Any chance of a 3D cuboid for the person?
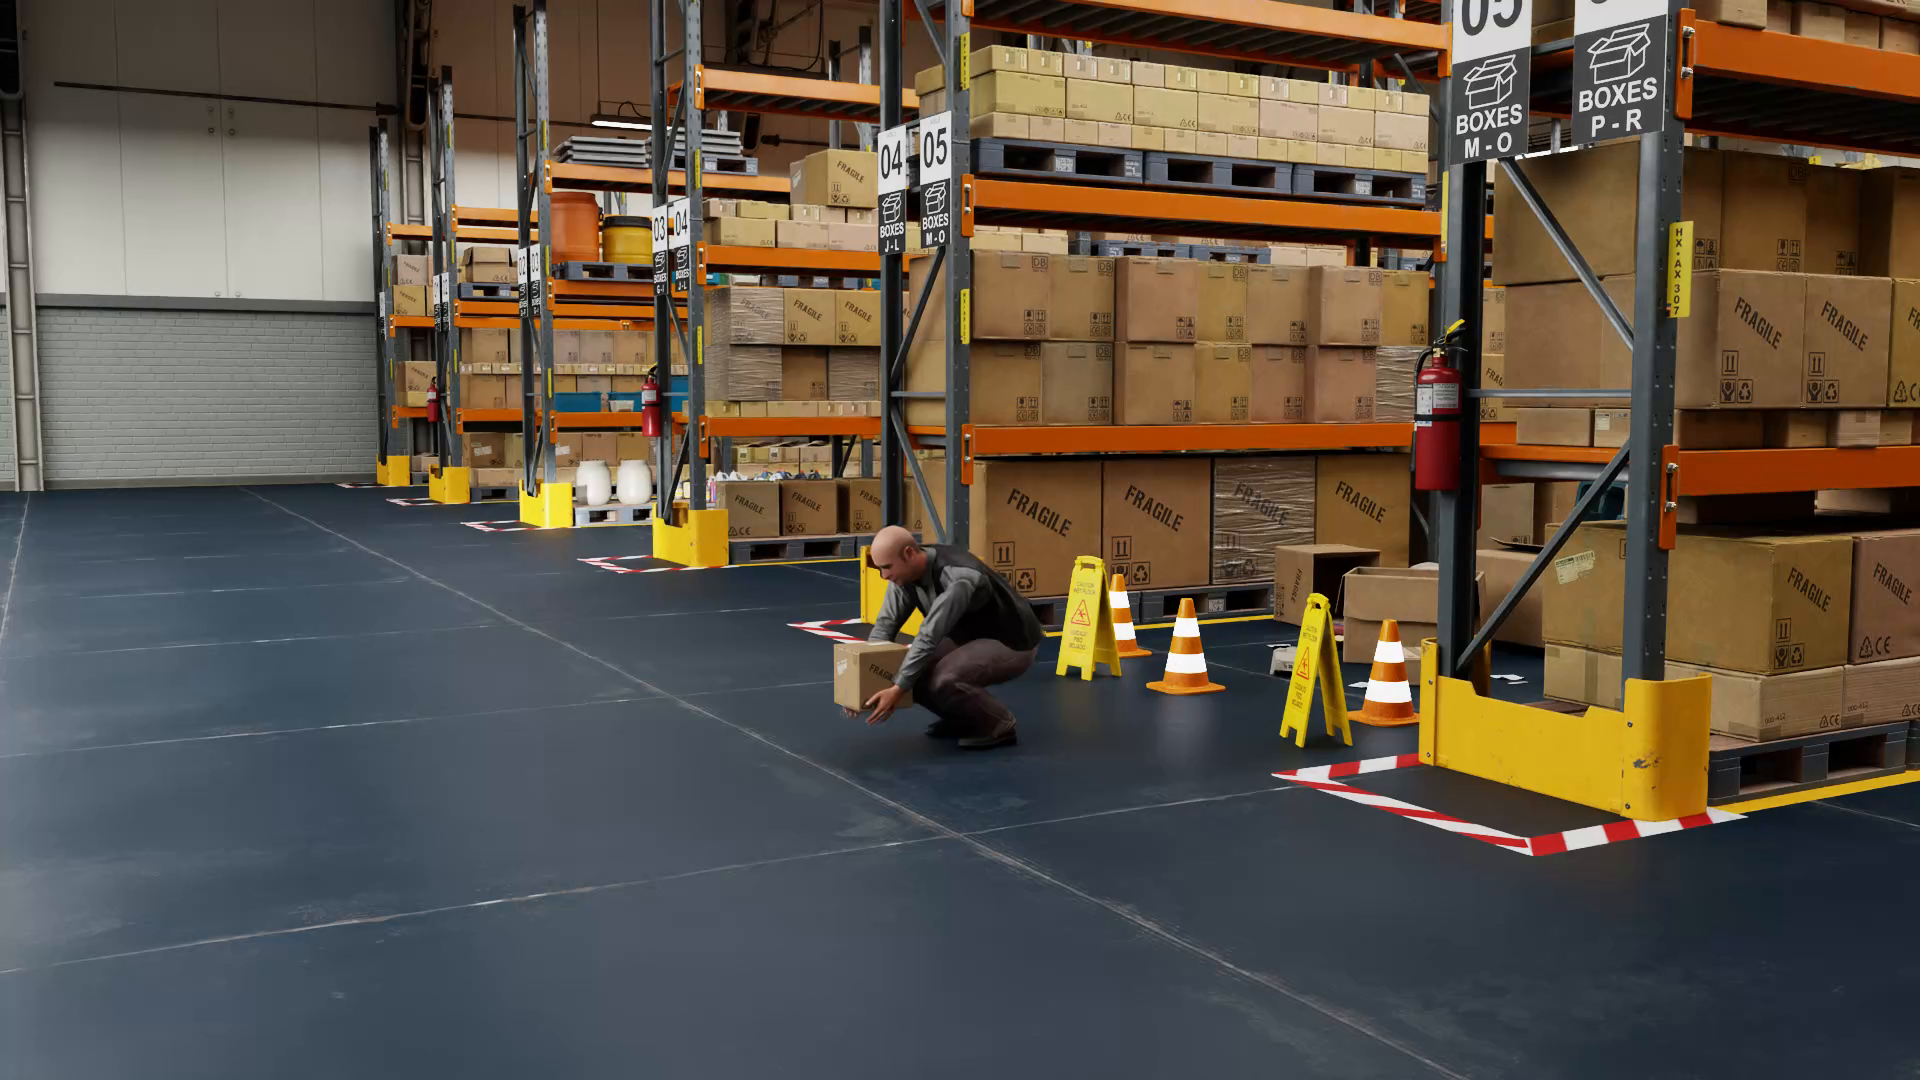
[{"bbox_3d":[-0.068,0.406,7.141,0.881,0.970,0.523,-3,6,-30],"label":"person"}]
